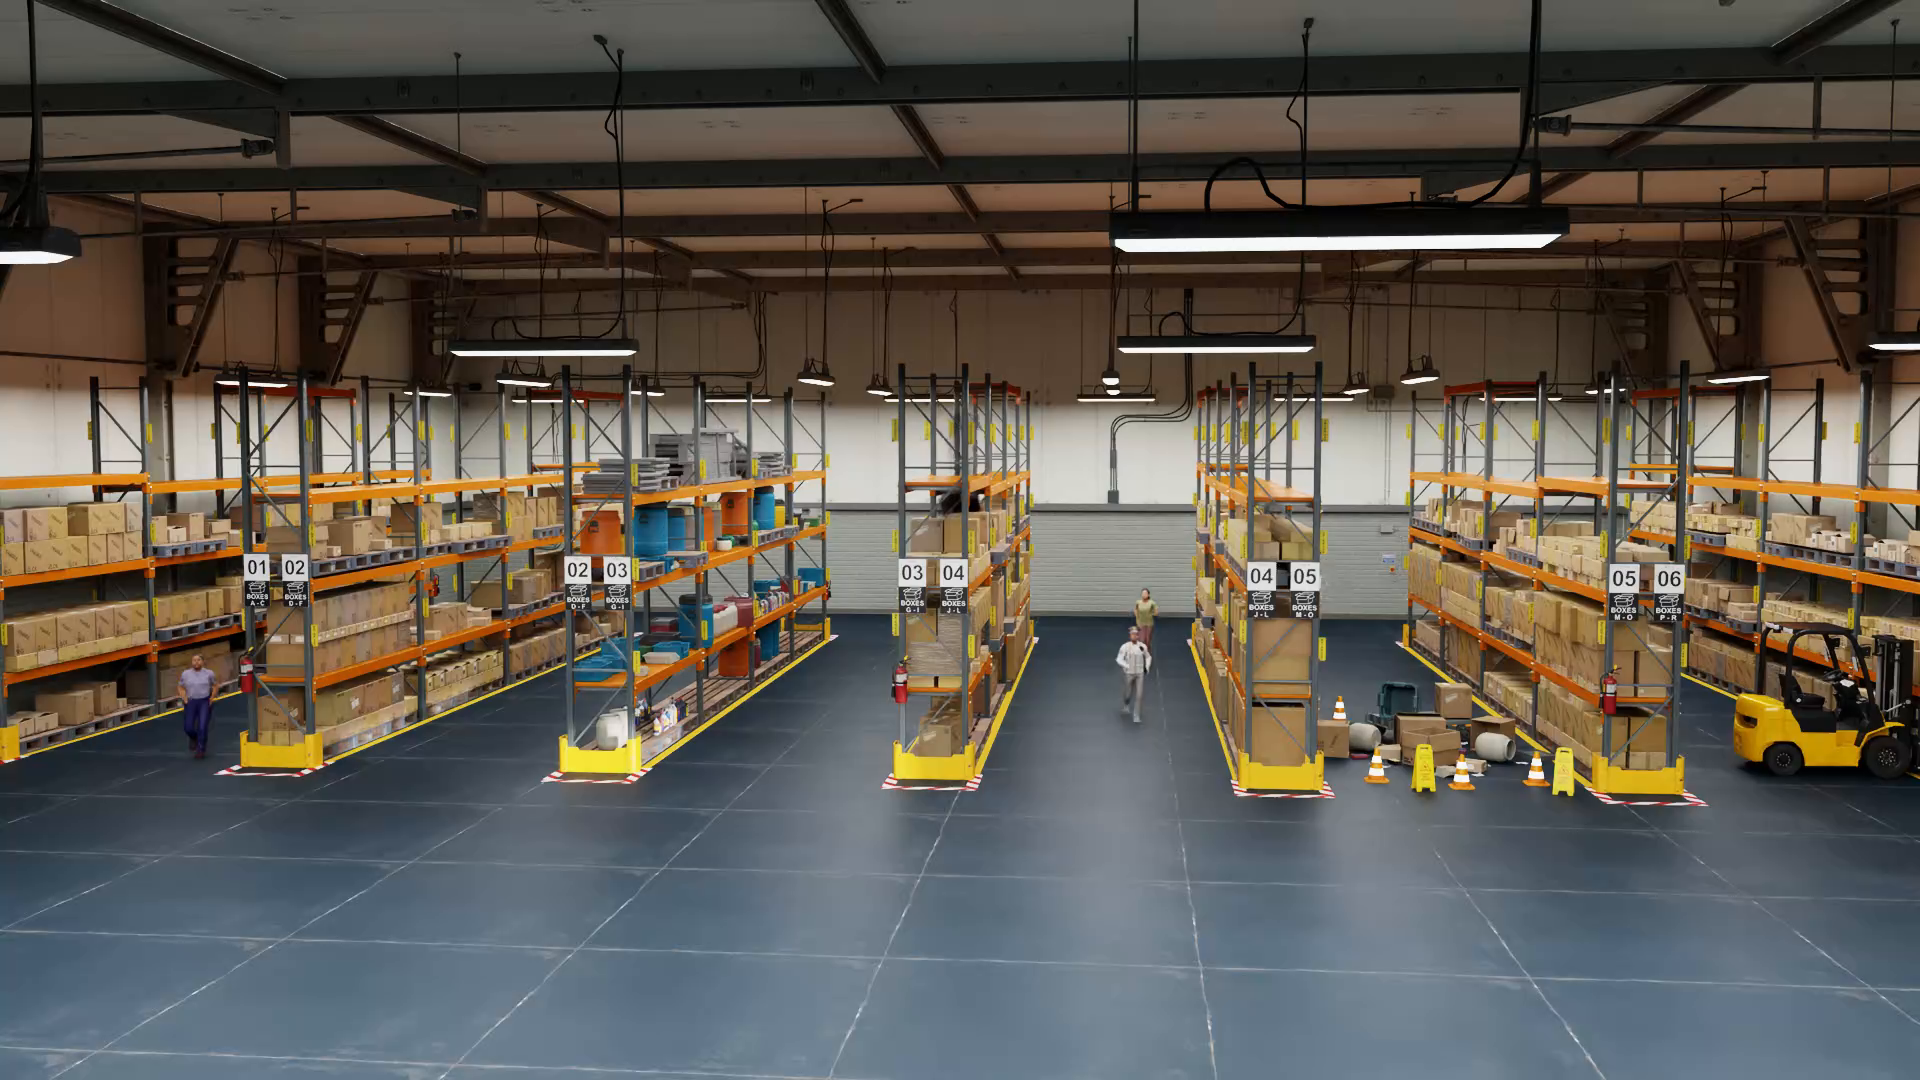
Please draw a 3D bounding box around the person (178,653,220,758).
[{"bbox_3d":[-11.786,2.556,25.753,0.595,1.590,0.561,-1,4,-20],"label":"person"}]

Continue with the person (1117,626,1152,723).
[{"bbox_3d":[3.038,2.319,28.915,0.625,1.648,0.723,0,4,-2],"label":"person"}]

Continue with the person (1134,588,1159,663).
[{"bbox_3d":[4.020,1.870,35.946,0.554,1.660,0.632,1,4,8],"label":"person"}]
